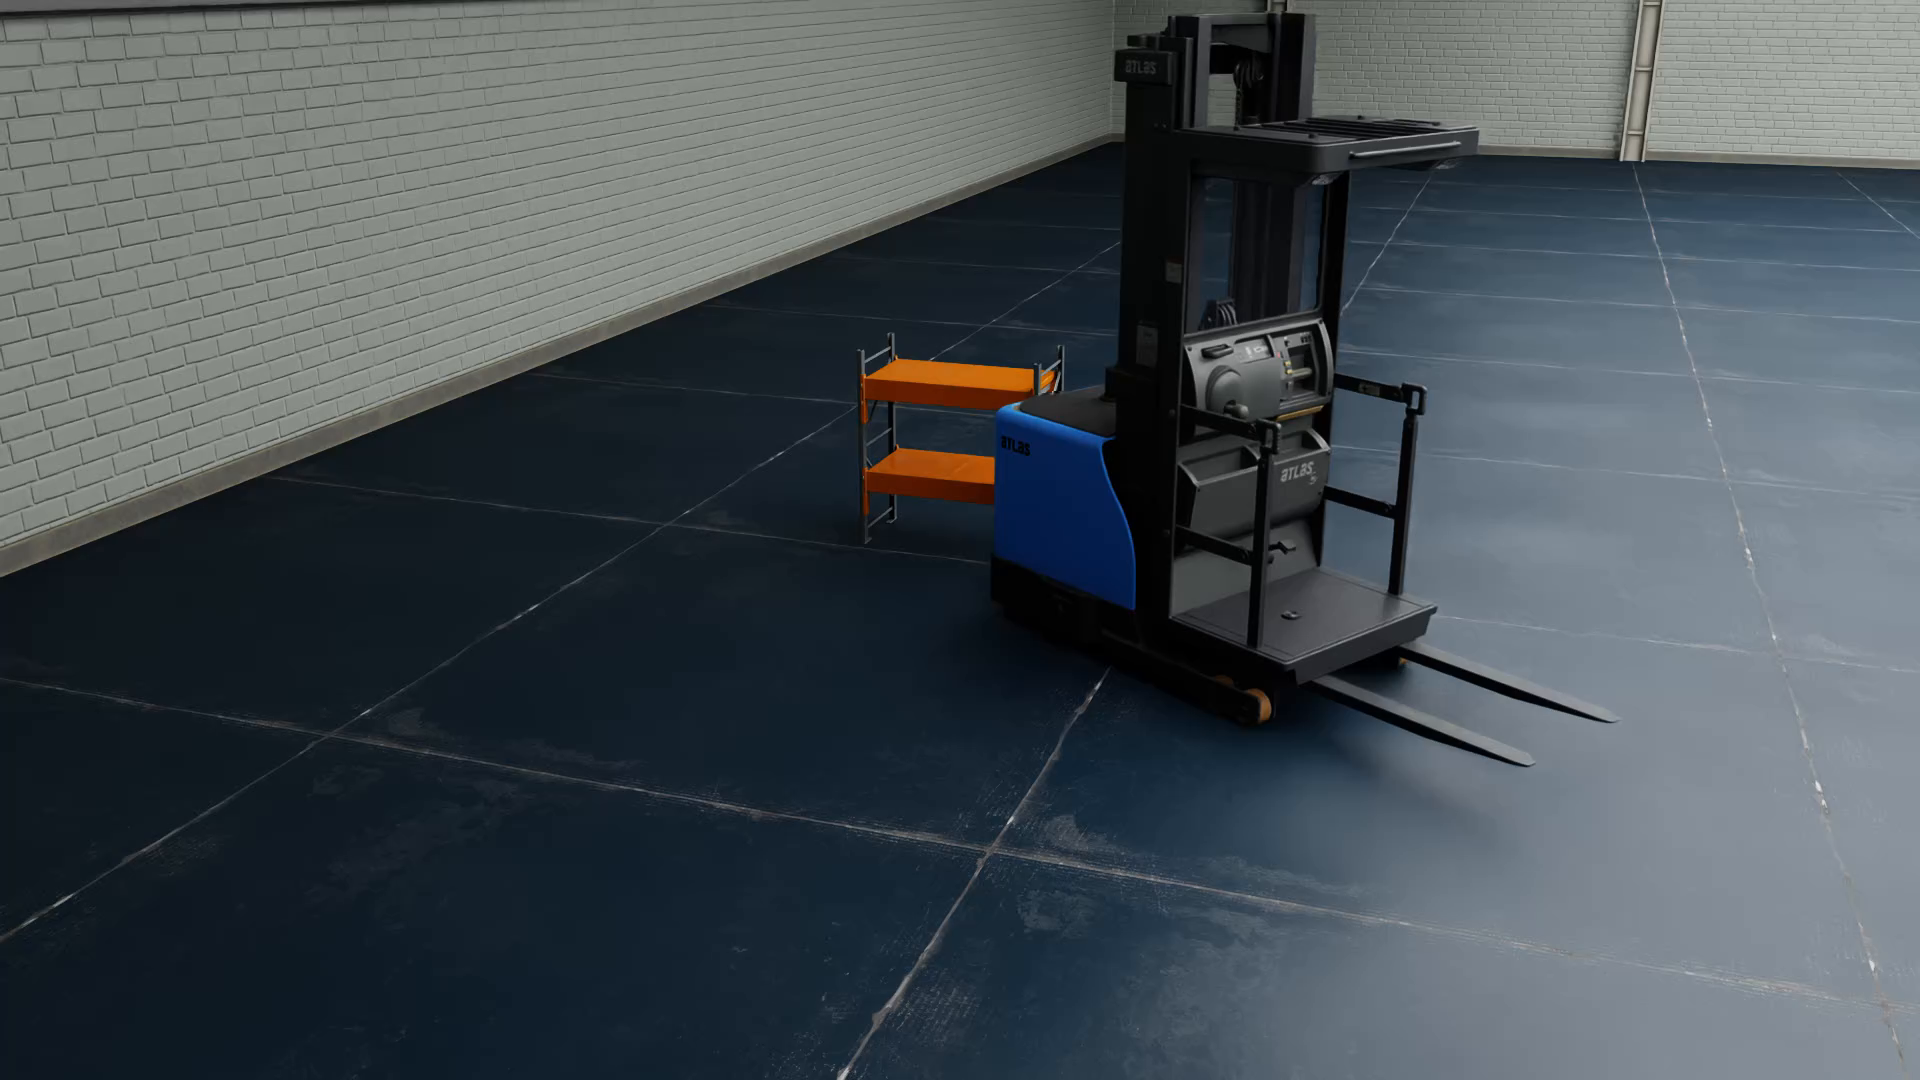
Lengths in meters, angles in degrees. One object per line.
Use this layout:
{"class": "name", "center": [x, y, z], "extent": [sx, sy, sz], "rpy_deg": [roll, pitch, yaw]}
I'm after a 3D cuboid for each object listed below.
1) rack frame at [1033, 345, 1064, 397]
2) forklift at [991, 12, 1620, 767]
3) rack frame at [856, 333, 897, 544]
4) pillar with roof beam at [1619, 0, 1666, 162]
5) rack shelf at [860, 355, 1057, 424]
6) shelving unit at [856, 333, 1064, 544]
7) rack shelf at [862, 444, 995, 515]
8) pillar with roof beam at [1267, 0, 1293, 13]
{"class": "rack frame", "center": [0.487, -0.476, 9.231], "extent": [0.032, 1.125, 0.500], "rpy_deg": [7, 20, 18]}
{"class": "forklift", "center": [1.481, -0.757, 7.294], "extent": [1.130, 2.935, 3.031], "rpy_deg": [-15, 24, -37]}
{"class": "rack frame", "center": [-0.474, -0.585, 9.547], "extent": [0.032, 1.125, 0.500], "rpy_deg": [7, 20, 18]}
{"class": "pillar with roof beam", "center": [9.801, -9.251, 22.444], "extent": [0.400, 9.000, 9.100], "rpy_deg": [7, 20, 18]}
{"class": "rack shelf", "center": [0.006, -0.807, 9.293], "extent": [1.000, 0.278, 0.538], "rpy_deg": [7, 20, 18]}
{"class": "shelving unit", "center": [0.006, -0.530, 9.389], "extent": [1.048, 1.125, 0.538], "rpy_deg": [7, 20, 18]}
{"class": "rack shelf", "center": [0.006, -0.300, 9.469], "extent": [1.000, 0.278, 0.538], "rpy_deg": [7, 20, 18]}
{"class": "pillar with roof beam", "center": [4.133, -9.899, 24.303], "extent": [0.400, 9.000, 9.100], "rpy_deg": [7, 20, 18]}
